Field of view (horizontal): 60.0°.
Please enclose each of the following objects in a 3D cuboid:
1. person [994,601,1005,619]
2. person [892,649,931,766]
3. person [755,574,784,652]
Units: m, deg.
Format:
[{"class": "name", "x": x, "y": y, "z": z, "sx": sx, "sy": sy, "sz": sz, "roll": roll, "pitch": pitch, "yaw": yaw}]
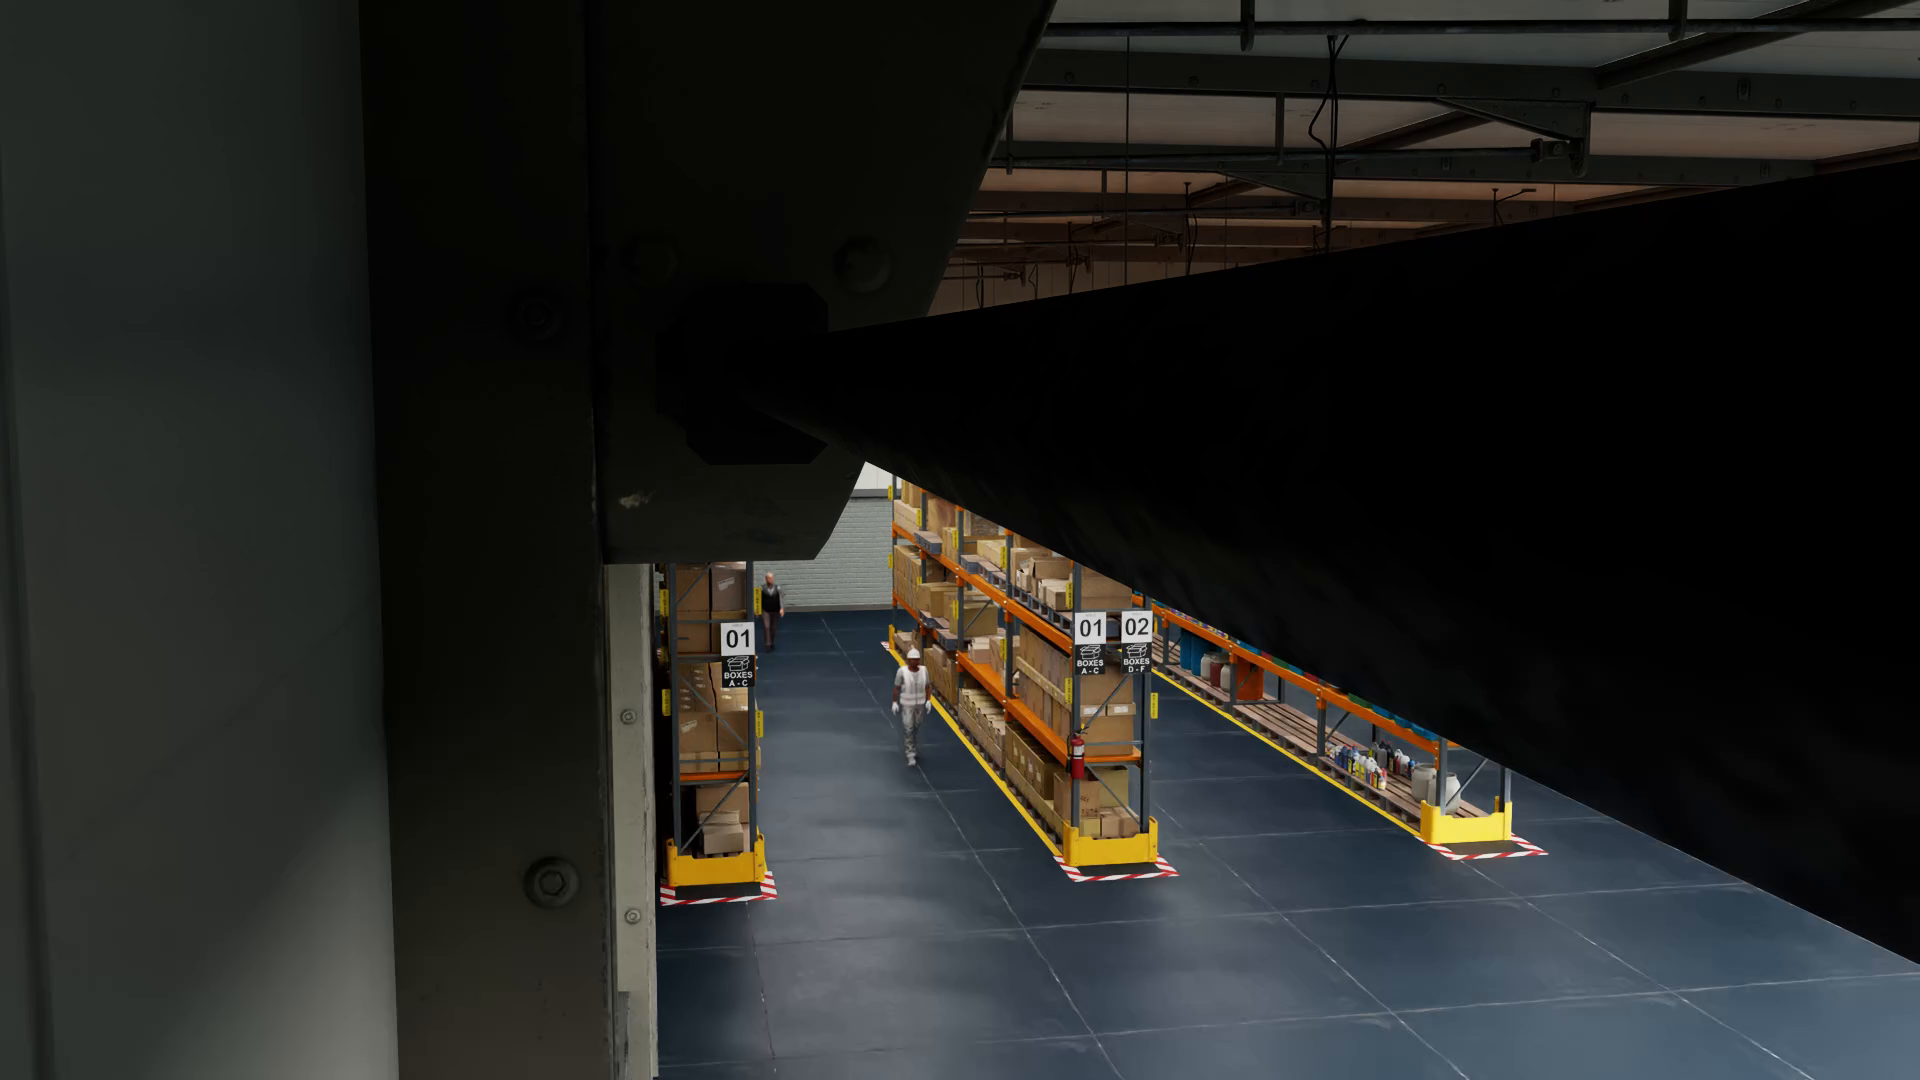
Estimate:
[{"class": "person", "x": 0.770, "y": 1.518, "z": 36.840, "sx": 0.491, "sy": 1.623, "sz": 0.973, "roll": -4, "pitch": 7, "yaw": -31}, {"class": "person", "x": -0.732, "y": 2.607, "z": 26.287, "sx": 0.602, "sy": 1.764, "sz": 0.866, "roll": -3, "pitch": 7, "yaw": -26}, {"class": "person", "x": -4.121, "y": 1.562, "z": 36.229, "sx": 0.589, "sy": 1.649, "sz": 1.058, "roll": -2, "pitch": 7, "yaw": -20}]
